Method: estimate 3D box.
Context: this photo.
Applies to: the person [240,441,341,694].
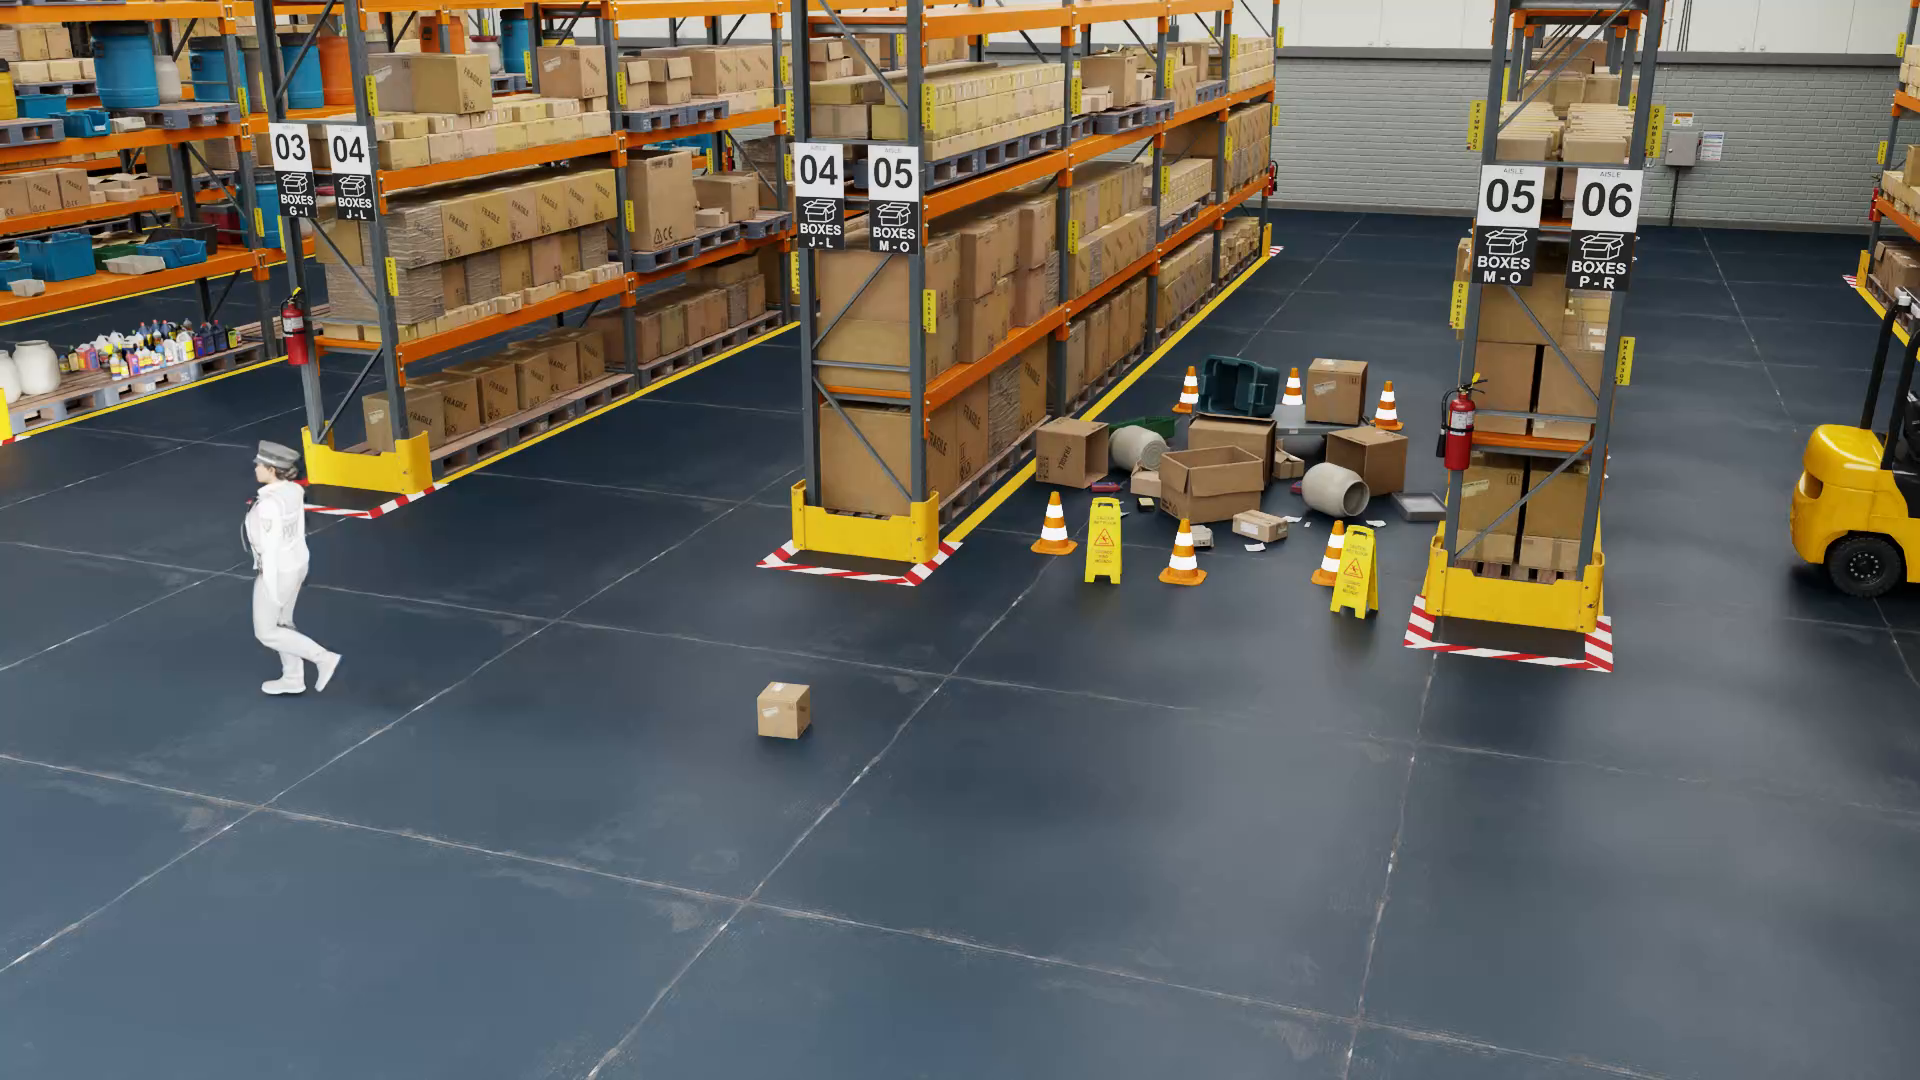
[{"bbox_3d":[-4.200,0.196,10.389,0.596,1.677,0.486,0,19,1],"label":"person"}]
